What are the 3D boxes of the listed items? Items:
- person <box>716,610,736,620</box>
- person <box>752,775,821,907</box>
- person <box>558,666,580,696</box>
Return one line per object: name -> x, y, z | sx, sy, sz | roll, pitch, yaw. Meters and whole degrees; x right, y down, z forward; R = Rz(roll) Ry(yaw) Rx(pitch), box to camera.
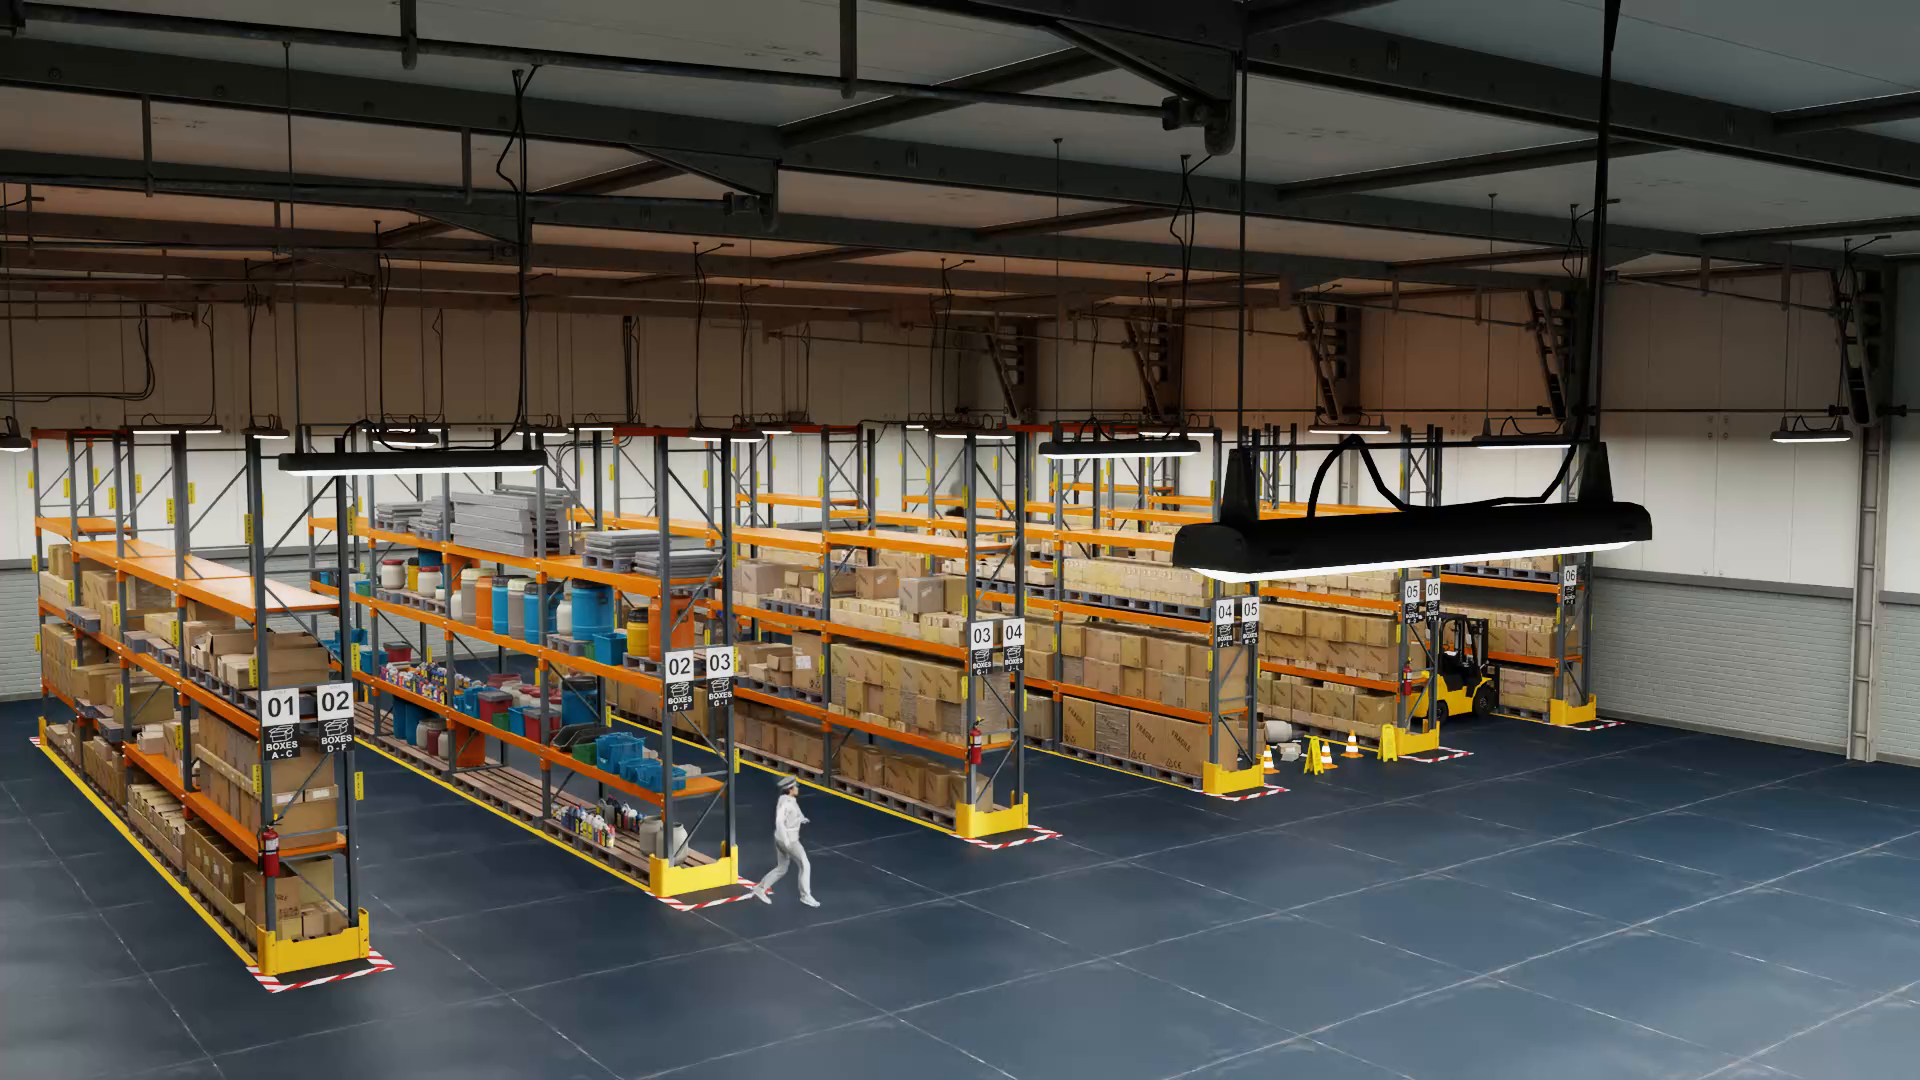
person -> -5.941, 2.299, 41.979 | 0.615, 1.525, 0.643 | 1, 5, 11
person -> -2.213, 3.840, 21.110 | 0.879, 1.718, 0.643 | -2, 5, -21
person -> -7.052, 3.084, 30.139 | 0.792, 1.849, 0.616 | 4, 6, 41
